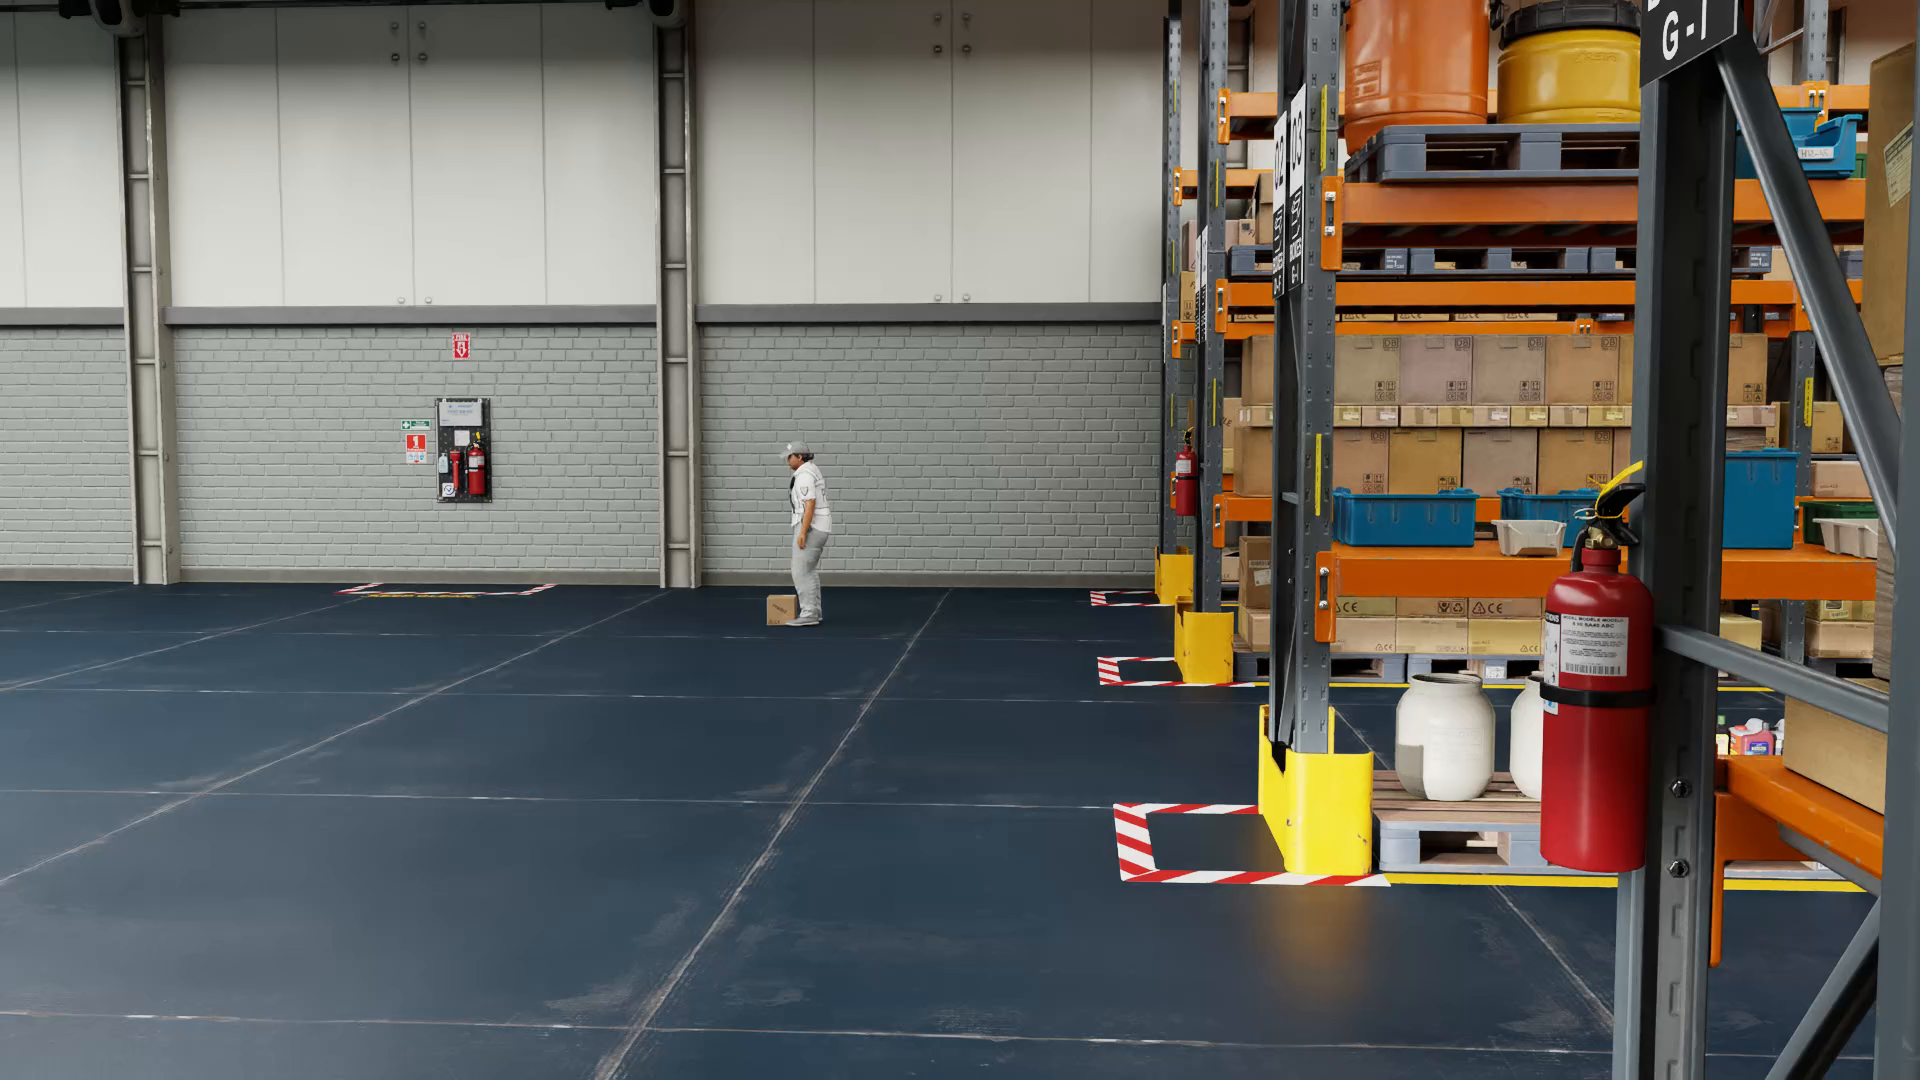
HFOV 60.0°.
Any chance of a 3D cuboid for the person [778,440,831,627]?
[{"bbox_3d":[-1.398,-0.068,15.017,0.470,1.665,0.560,0,4,0],"label":"person"}]
